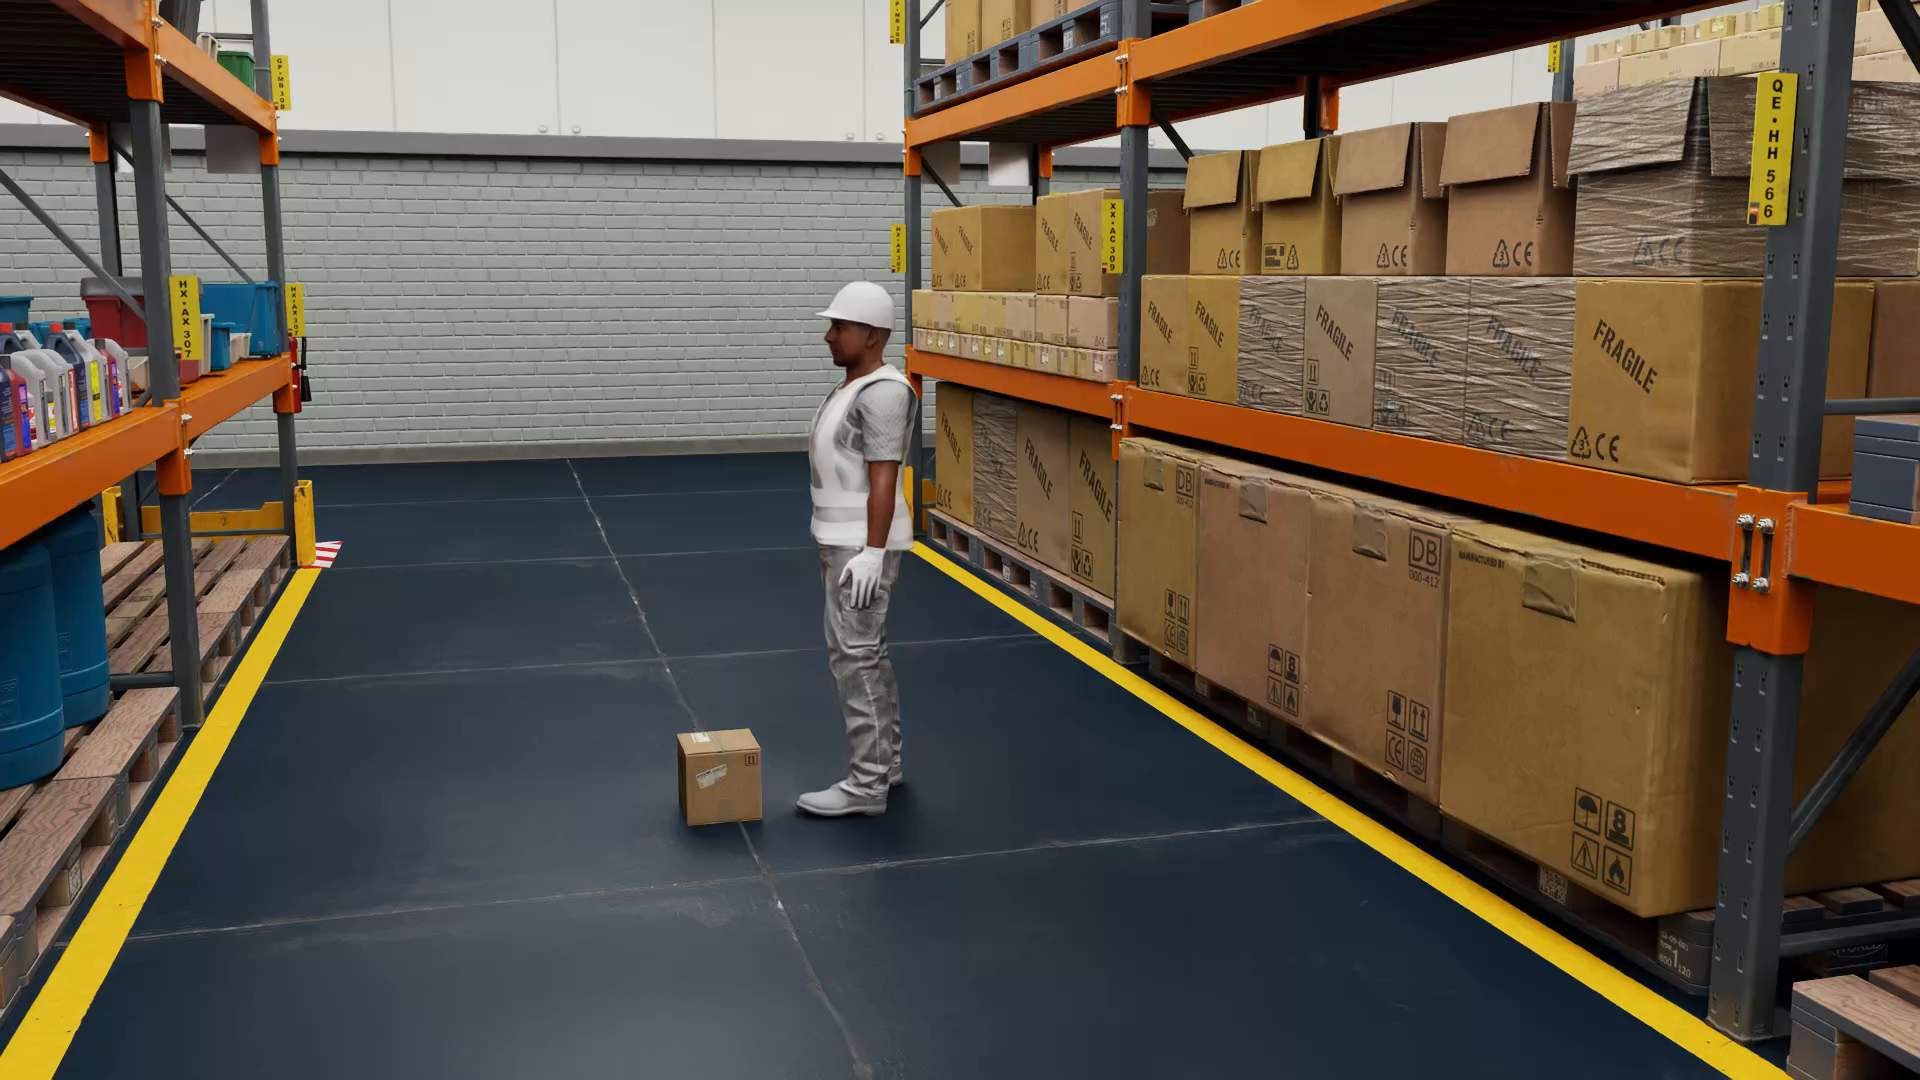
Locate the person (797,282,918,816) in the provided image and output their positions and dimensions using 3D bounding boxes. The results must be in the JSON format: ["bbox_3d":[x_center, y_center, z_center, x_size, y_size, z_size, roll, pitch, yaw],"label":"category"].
[{"bbox_3d":[-0.370,0.036,5.629,0.424,1.801,0.553,-2,9,-14],"label":"person"}]
